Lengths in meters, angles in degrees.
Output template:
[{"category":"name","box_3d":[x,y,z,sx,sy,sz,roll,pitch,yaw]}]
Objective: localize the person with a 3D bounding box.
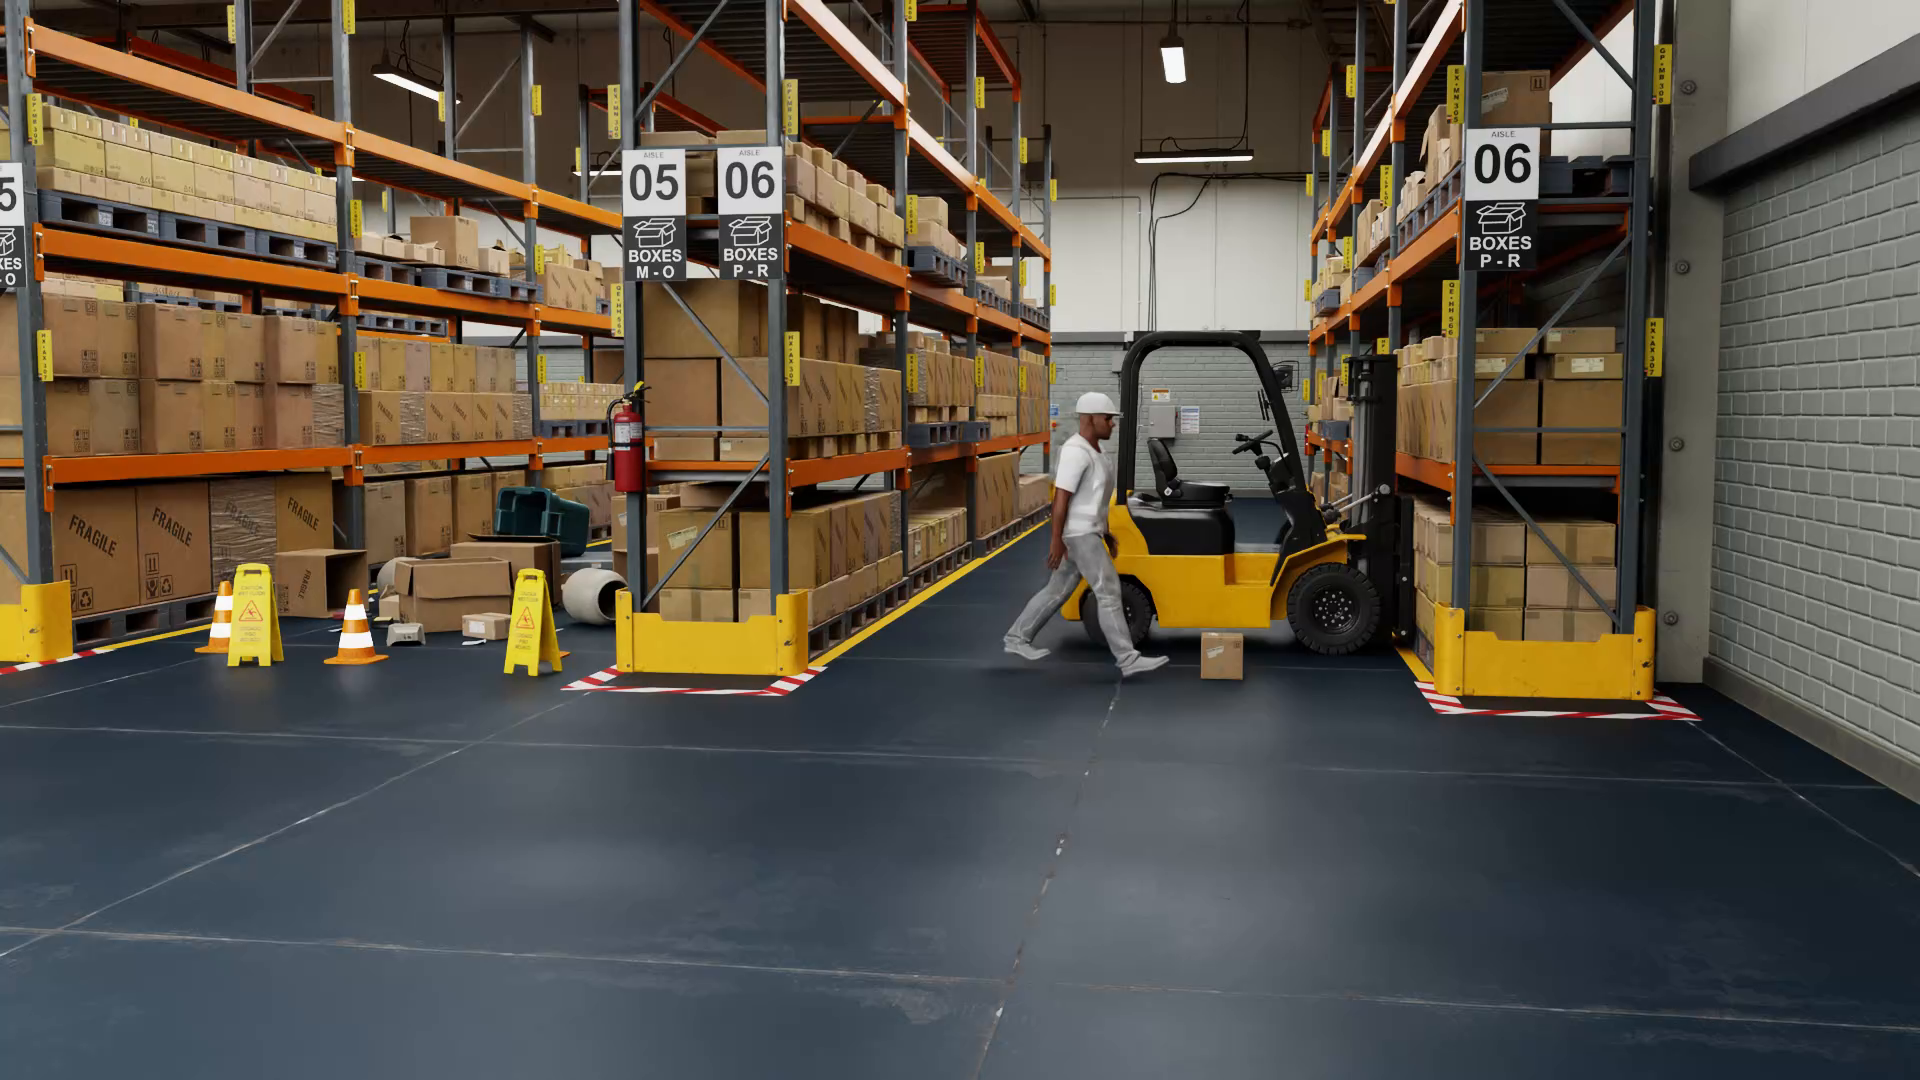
[{"category":"person","box_3d":[0.764,-0.041,10.169,1.091,1.719,0.596,1,5,15]}]
